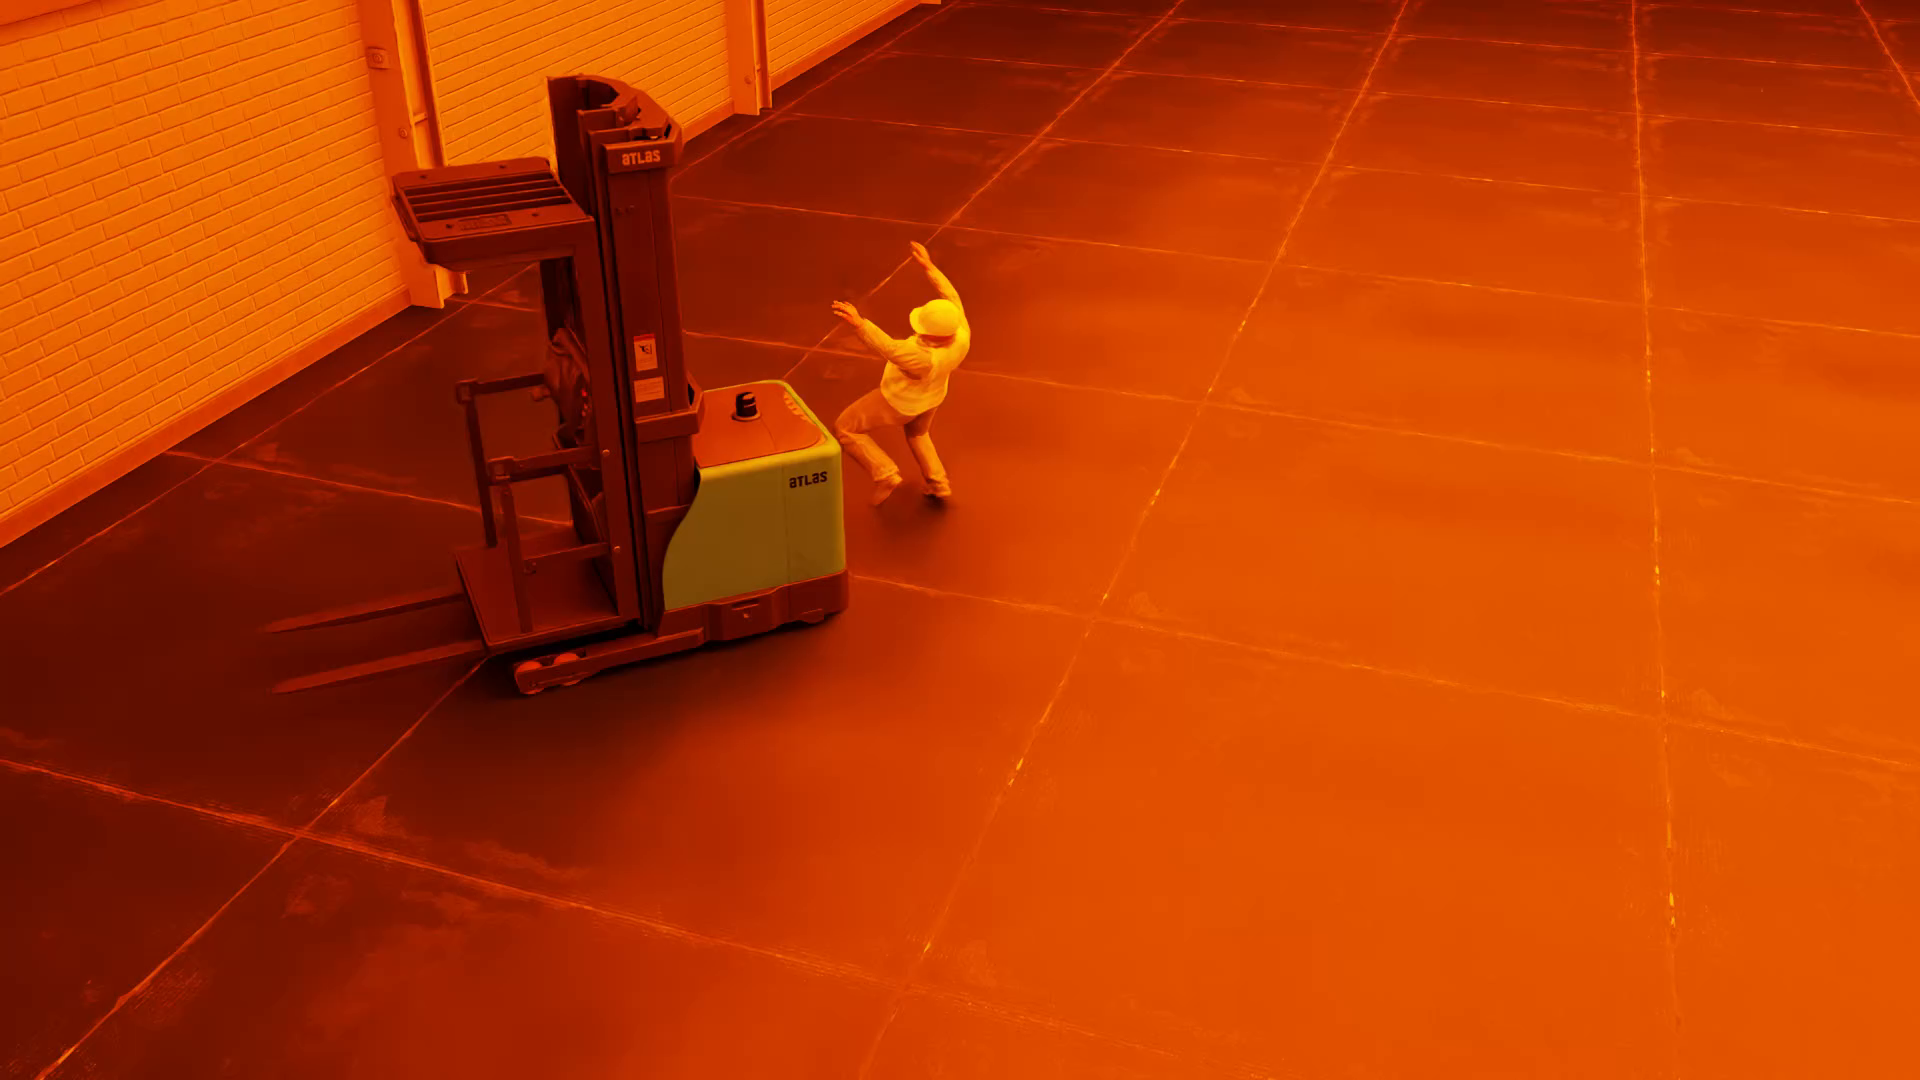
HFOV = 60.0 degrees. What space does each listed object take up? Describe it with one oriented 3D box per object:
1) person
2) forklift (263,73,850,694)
[{"bbox_3d":[-0.383,-0.896,10.058,1.015,1.630,0.818,-25,38,-37],"label":"person"},{"bbox_3d":[-2.182,-0.768,8.484,3.031,2.935,1.130,-12,32,-21],"label":"forklift"}]
